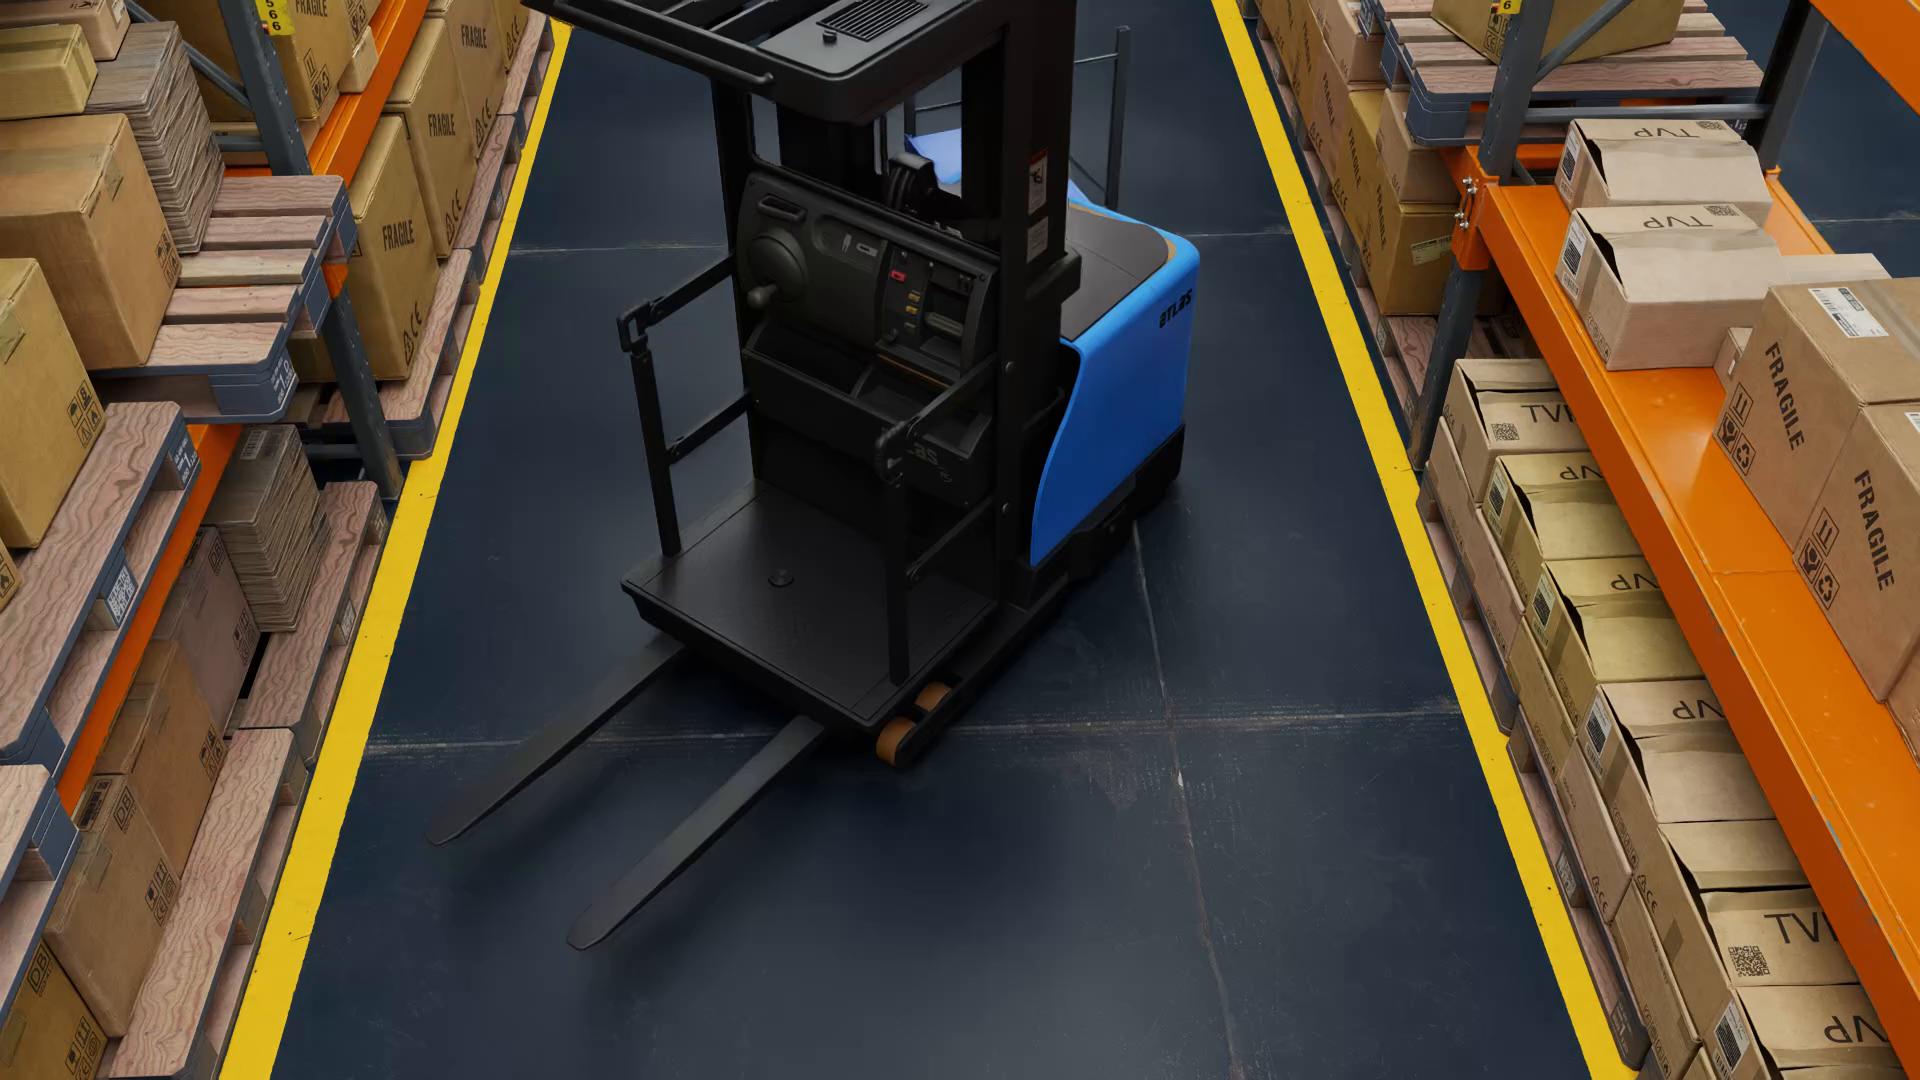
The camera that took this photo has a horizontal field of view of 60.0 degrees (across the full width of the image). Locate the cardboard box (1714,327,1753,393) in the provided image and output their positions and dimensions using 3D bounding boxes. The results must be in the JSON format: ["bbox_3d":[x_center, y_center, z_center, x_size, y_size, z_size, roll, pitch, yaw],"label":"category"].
[{"bbox_3d":[2.392,-0.472,4.731,0.380,0.149,0.250,1,43,1],"label":"cardboard box"}]

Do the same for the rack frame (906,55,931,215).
[{"bbox_3d":[0.003,-1.888,7.200,0.500,1.500,0.032,-18,46,-19],"label":"rack frame"}]

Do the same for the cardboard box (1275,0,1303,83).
[{"bbox_3d":[1.922,-2.671,8.469,0.500,0.500,0.500,-1,43,-1],"label":"cardboard box"}]

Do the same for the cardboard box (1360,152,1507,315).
[{"bbox_3d":[2.007,-1.289,6.961,0.500,0.500,0.500,0,43,0],"label":"cardboard box"}]

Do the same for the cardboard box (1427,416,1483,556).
[{"bbox_3d":[2.010,-0.203,5.975,0.500,0.250,0.500,-2,43,-2],"label":"cardboard box"}]

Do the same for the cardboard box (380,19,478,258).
[{"bbox_3d":[-2.599,-1.733,7.201,0.750,0.750,0.750,-2,43,-2],"label":"cardboard box"}]

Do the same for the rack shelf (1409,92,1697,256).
[{"bbox_3d":[2.196,-2.509,7.299,1.077,0.370,4.000,-2,43,-2],"label":"rack shelf"}]

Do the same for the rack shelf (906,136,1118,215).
[{"bbox_3d":[0.227,-1.447,6.985,0.538,0.185,1.000,-18,46,-19],"label":"rack shelf"}]

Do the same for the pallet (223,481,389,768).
[{"bbox_3d":[-2.636,0.277,5.792,1.003,0.211,1.213,-2,43,-2],"label":"pallet"}]

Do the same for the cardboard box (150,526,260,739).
[{"bbox_3d":[-2.679,0.316,5.210,0.700,0.500,0.500,-2,43,-2],"label":"cardboard box"}]

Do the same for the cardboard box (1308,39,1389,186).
[{"bbox_3d":[1.957,-1.992,7.728,0.500,0.500,0.500,-3,43,-3],"label":"cardboard box"}]

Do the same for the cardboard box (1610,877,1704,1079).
[{"bbox_3d":[2.102,1.177,4.470,0.500,0.250,0.500,-1,43,-1],"label":"cardboard box"}]

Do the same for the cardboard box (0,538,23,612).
[{"bbox_3d":[-2.561,0.057,3.569,0.700,0.500,0.500,4,43,4],"label":"cardboard box"}]

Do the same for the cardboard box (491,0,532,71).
[{"bbox_3d":[-2.680,-2.907,8.481,0.750,0.750,0.750,-1,43,-1],"label":"cardboard box"}]

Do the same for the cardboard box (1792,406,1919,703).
[{"bbox_3d":[2.391,0.027,3.926,0.500,0.500,0.500,-2,43,-2],"label":"cardboard box"}]

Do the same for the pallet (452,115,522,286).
[{"bbox_3d":[-2.675,-1.607,7.847,1.003,0.211,1.213,-2,43,-2],"label":"pallet"}]

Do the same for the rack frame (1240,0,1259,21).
[{"bbox_3d":[2.111,-4.124,8.529,1.000,3.000,0.127,-2,43,-2],"label":"rack frame"}]

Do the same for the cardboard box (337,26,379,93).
[{"bbox_3d":[-2.379,-1.775,6.137,0.380,0.149,0.250,0,43,0],"label":"cardboard box"}]

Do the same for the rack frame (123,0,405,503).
[{"bbox_3d":[-2.668,-1.279,5.425,1.000,3.000,0.127,-2,43,-2],"label":"rack frame"}]

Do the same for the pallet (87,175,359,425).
[{"bbox_3d":[-2.531,-0.730,4.969,1.213,0.211,1.003,-2,43,-2],"label":"pallet"}]

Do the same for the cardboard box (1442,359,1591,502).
[{"bbox_3d":[2.010,-0.409,5.786,0.500,0.311,0.500,0,43,0],"label":"cardboard box"}]

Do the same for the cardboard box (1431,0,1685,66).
[{"bbox_3d":[2.142,-2.037,5.868,0.700,0.500,0.500,-15,45,-16],"label":"cardboard box"}]

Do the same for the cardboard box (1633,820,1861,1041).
[{"bbox_3d":[2.100,0.976,4.275,0.500,0.311,0.500,-2,43,-2],"label":"cardboard box"}]

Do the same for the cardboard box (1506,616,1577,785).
[{"bbox_3d":[2.060,0.487,5.223,0.500,0.250,0.500,-3,43,-3],"label":"cardboard box"}]

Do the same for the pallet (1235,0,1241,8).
[{"bbox_3d":[2.083,-3.560,9.977,1.003,0.211,1.213,-2,43,-2],"label":"pallet"}]

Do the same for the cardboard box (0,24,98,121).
[{"bbox_3d":[-2.595,-1.268,4.534,0.380,0.149,0.250,-8,43,-9],"label":"cardboard box"}]

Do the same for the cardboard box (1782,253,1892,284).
[{"bbox_3d":[2.596,-0.732,5.014,0.380,0.149,0.250,-2,43,-2],"label":"cardboard box"}]

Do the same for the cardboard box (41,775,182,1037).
[{"bbox_3d":[-2.599,0.991,4.473,0.700,0.500,0.500,-1,43,-1],"label":"cardboard box"}]

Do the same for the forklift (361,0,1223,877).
[{"bbox_3d":[-0.525,-0.778,4.930,3.031,2.935,1.130,-31,51,-29],"label":"forklift"}]

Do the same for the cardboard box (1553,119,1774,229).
[{"bbox_3d":[2.253,-1.144,5.344,0.500,0.311,0.500,1,43,1],"label":"cardboard box"}]

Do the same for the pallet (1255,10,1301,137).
[{"bbox_3d":[2.184,-2.548,8.874,1.003,0.211,1.213,-2,43,-2],"label":"pallet"}]

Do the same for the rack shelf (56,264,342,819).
[{"bbox_3d":[-2.583,0.336,4.195,1.077,0.370,4.000,-2,43,-2],"label":"rack shelf"}]

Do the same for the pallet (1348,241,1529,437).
[{"bbox_3d":[2.287,-0.901,7.076,1.003,0.211,1.213,-2,43,-2],"label":"pallet"}]

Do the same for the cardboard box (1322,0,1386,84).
[{"bbox_3d":[1.953,-2.294,7.502,0.500,0.250,0.500,-2,43,-3],"label":"cardboard box"}]

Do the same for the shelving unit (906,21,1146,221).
[{"bbox_3d":[0.227,-1.580,6.863,0.538,1.500,1.048,-18,46,-19],"label":"shelving unit"}]

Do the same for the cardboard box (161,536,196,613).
[{"bbox_3d":[-2.624,0.075,4.917,0.500,0.250,0.500,-1,43,-1],"label":"cardboard box"}]

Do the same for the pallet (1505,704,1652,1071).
[{"bbox_3d":[2.326,0.983,5.021,1.003,0.211,1.213,-2,43,-2],"label":"pallet"}]

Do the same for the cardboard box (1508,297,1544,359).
[{"bbox_3d":[2.547,-0.980,6.623,0.500,0.500,0.500,0,43,0],"label":"cardboard box"}]

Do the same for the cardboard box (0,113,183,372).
[{"bbox_3d":[-2.587,-0.784,4.486,0.700,0.500,0.500,-5,43,-6],"label":"cardboard box"}]

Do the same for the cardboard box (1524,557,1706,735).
[{"bbox_3d":[2.060,0.289,5.024,0.500,0.311,0.500,-3,43,-3],"label":"cardboard box"}]

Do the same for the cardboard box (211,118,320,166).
[{"bbox_3d":[-2.450,-1.423,5.753,0.380,0.149,0.250,-2,43,-2],"label":"cardboard box"}]

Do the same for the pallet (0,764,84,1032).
[{"bbox_3d":[-2.385,0.972,3.112,1.003,0.211,1.213,-2,43,-2],"label":"pallet"}]

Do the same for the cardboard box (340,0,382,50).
[{"bbox_3d":[-2.446,-2.122,6.036,0.500,0.500,0.500,0,43,0],"label":"cardboard box"}]

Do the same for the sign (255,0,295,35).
[{"bbox_3d":[-2.126,-1.698,5.085,0.100,0.325,0.005,-2,43,-2],"label":"sign"}]
